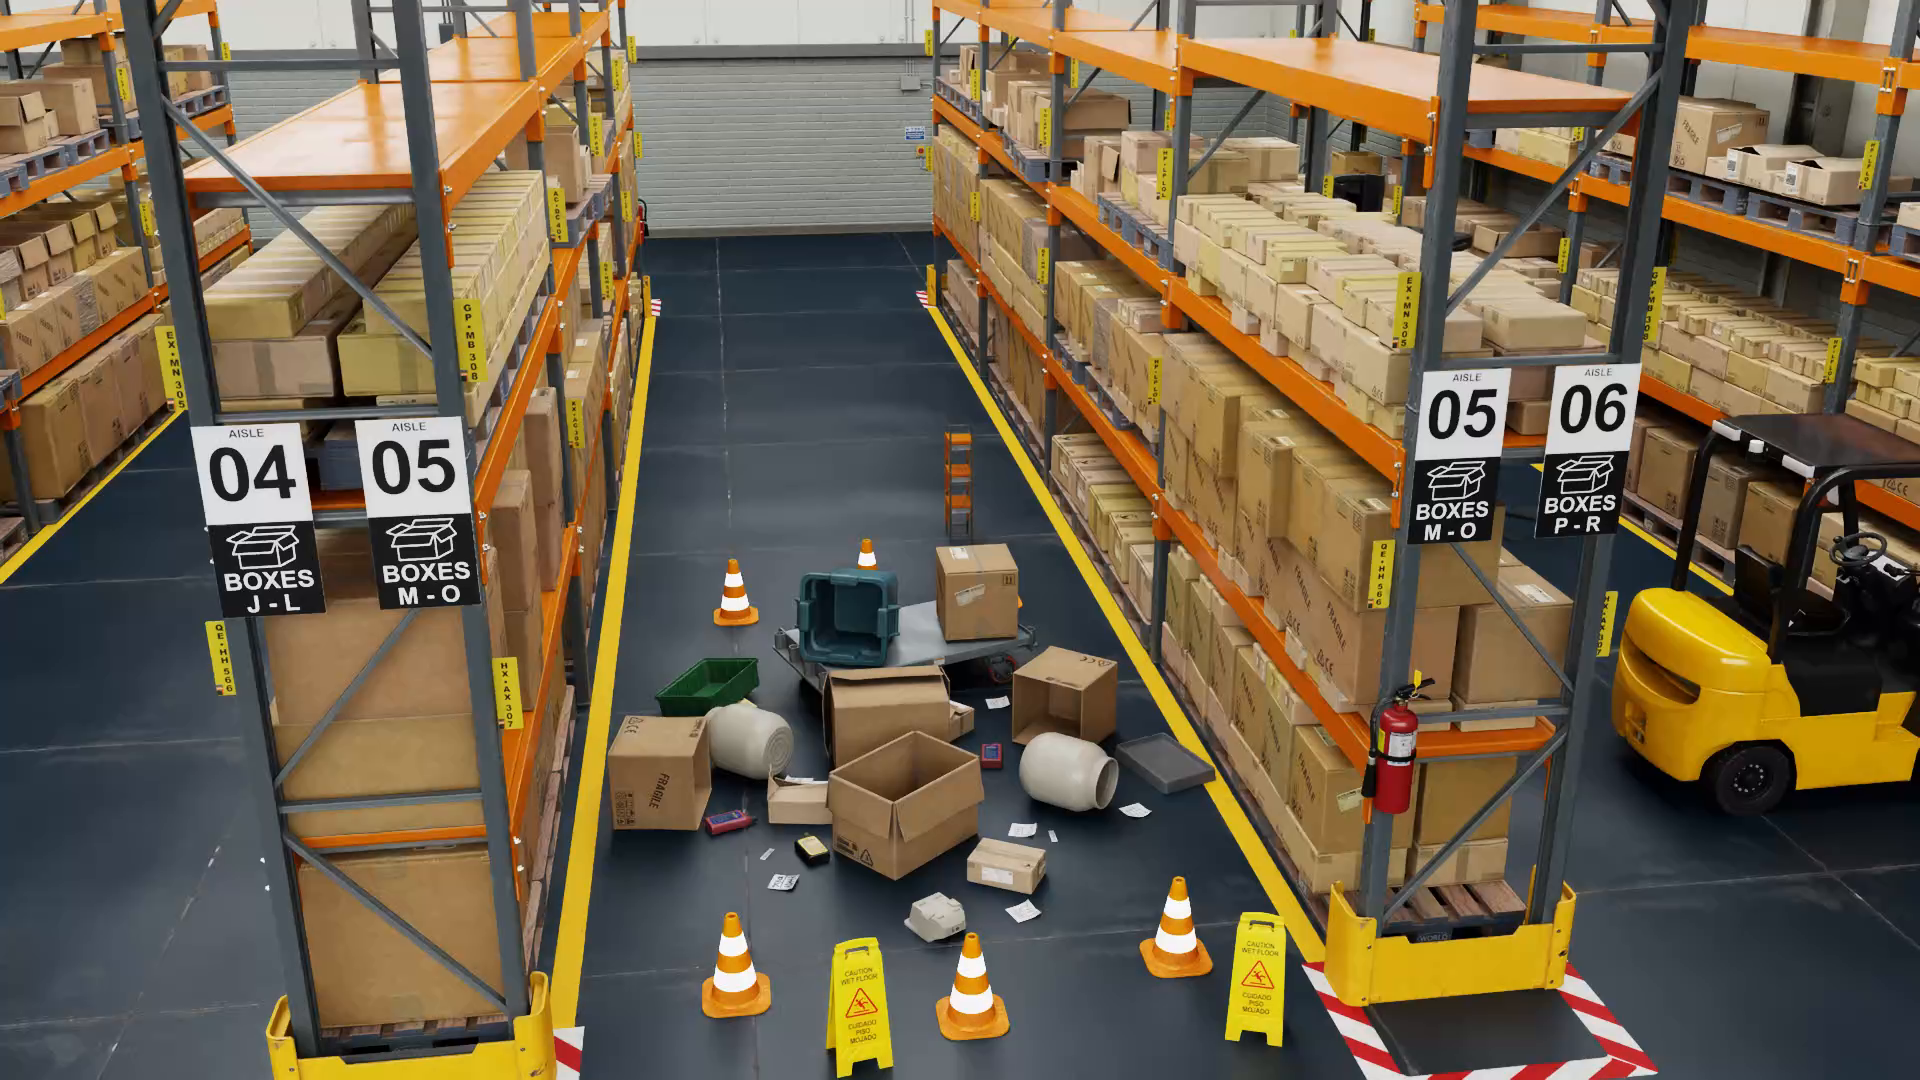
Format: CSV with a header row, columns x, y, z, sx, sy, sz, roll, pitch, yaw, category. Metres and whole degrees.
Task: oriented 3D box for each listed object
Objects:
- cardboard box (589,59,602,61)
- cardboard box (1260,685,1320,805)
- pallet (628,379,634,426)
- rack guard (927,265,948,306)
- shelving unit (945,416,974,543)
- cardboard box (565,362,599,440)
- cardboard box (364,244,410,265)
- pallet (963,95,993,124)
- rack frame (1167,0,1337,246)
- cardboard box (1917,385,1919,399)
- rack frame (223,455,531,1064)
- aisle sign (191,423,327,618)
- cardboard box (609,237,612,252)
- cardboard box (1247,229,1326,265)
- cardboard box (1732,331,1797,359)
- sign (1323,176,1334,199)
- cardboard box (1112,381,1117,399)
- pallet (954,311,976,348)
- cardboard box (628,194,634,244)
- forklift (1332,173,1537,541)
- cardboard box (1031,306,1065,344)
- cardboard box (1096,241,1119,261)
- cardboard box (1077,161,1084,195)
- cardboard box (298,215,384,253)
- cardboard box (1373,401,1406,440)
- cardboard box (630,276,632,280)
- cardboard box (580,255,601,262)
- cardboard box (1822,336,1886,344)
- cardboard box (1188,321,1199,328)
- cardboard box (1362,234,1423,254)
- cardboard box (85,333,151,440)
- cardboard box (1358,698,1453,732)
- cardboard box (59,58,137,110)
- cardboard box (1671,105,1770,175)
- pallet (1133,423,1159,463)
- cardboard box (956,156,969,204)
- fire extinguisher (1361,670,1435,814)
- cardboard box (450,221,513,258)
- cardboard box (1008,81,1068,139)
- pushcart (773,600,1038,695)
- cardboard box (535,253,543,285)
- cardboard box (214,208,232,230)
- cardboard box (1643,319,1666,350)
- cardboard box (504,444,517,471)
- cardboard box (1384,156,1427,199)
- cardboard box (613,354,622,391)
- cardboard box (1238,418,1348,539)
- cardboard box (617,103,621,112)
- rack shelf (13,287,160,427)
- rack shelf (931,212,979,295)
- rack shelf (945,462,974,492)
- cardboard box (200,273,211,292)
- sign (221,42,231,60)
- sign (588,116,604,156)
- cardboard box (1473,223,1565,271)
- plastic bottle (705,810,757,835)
x,y,z,sx,sy,sz,roll,pitch,yaw,category
-4.204,-5.552,19.511,0.380,0.149,0.250,-3,21,-9,cardboard box
1.995,1.120,9.262,0.500,0.500,0.500,-2,21,-6,cardboard box
-4.053,-1.469,17.923,1.003,0.211,1.213,-3,21,-8,pallet
0.137,-3.552,23.086,1.175,0.500,0.348,-3,21,-8,rack guard
-0.008,-0.510,14.156,0.215,1.050,0.252,-3,21,-8,shelving unit
-3.039,-1.042,12.649,0.500,0.500,0.500,-3,21,-7,cardboard box
-2.999,-1.285,8.204,0.500,0.250,0.500,-3,21,-7,cardboard box
0.610,-4.977,19.169,1.003,0.211,1.213,-3,21,-8,pallet
1.871,-3.370,10.453,1.000,3.000,0.127,-3,21,-8,rack frame
6.707,-1.003,11.192,0.380,0.149,0.250,-3,21,-9,cardboard box
-2.436,1.110,7.033,1.000,3.000,0.127,-3,21,-8,rack frame
-2.723,-0.069,6.471,0.394,0.787,0.004,-3,21,-8,aisle sign
-3.914,-3.136,17.733,0.380,0.149,0.250,-2,21,-6,cardboard box
1.835,-1.647,9.346,0.380,0.149,0.250,-3,21,-9,cardboard box
6.306,-1.530,13.029,0.380,0.149,0.250,-4,21,-9,cardboard box
2.406,-2.237,10.968,0.100,0.325,0.005,-3,21,-8,sign
1.391,-1.157,12.861,0.380,0.149,0.250,-3,21,-8,cardboard box
0.506,-2.714,21.256,1.003,0.211,1.213,-3,21,-8,pallet
-4.104,-3.763,19.510,0.500,0.500,0.500,-3,21,-9,cardboard box
3.666,-1.595,14.370,3.031,2.935,1.130,17,26,38,forklift
0.964,-2.037,15.671,0.500,0.250,0.500,-4,21,-10,cardboard box
1.465,-2.643,15.509,0.500,0.500,0.500,-4,21,-10,cardboard box
1.208,-3.081,14.158,0.396,0.266,0.258,-3,21,-8,cardboard box
-3.078,-1.510,8.236,0.380,0.149,0.250,-3,21,-8,cardboard box
2.119,-0.572,7.607,0.380,0.149,0.250,-3,21,-8,cardboard box
-4.436,-3.310,21.489,0.380,0.149,0.250,-3,21,-7,cardboard box
-3.656,-2.643,15.988,0.380,0.149,0.250,-2,21,-6,cardboard box
6.922,-1.477,12.888,0.380,0.149,0.250,-3,21,-8,cardboard box
1.956,-1.465,12.757,0.500,0.500,0.500,-3,21,-8,cardboard box
2.450,-1.590,9.194,0.380,0.149,0.250,-3,21,-7,cardboard box
-8.847,-1.502,16.460,1.225,0.875,0.875,-4,21,-10,cardboard box
2.182,0.824,8.156,0.380,0.149,0.250,-2,21,-6,cardboard box
-9.334,-4.980,18.164,0.700,0.500,0.500,-2,21,-5,cardboard box
6.215,-3.277,13.603,0.500,0.500,0.500,-2,21,-6,cardboard box
1.904,-0.742,12.264,1.003,0.211,1.213,-3,21,-8,pallet
0.228,-4.346,20.069,0.500,0.500,0.500,-3,21,-7,cardboard box
2.008,0.924,7.640,0.296,0.674,0.183,-3,21,-8,fire extinguisher
-2.389,-1.455,8.089,0.380,0.149,0.250,-3,21,-7,cardboard box
0.753,-4.189,16.190,0.500,0.500,0.500,-3,21,-7,cardboard box
-0.378,0.801,11.607,1.648,0.377,0.936,-11,23,-26,pushcart
-2.569,-1.520,9.401,0.380,0.149,0.250,-3,21,-7,cardboard box
-9.261,-3.954,20.379,0.500,0.250,0.500,-3,21,-9,cardboard box
6.156,-1.839,14.427,0.500,0.250,0.500,-3,21,-9,cardboard box
-2.774,-0.160,8.675,0.875,0.550,0.500,-3,21,-8,cardboard box
5.677,-4.531,20.852,0.500,0.500,0.500,-3,21,-9,cardboard box
-3.581,-1.636,16.284,0.500,0.250,0.500,-3,21,-7,cardboard box
1.917,-0.343,8.923,0.700,0.500,0.500,-3,21,-8,cardboard box
-4.053,-4.727,18.586,0.500,0.250,0.500,-3,21,-9,cardboard box
-8.801,-1.801,15.852,1.077,0.370,4.000,-3,21,-8,rack shelf
0.429,-3.685,20.899,1.077,0.370,4.000,-3,21,-8,rack shelf
-0.008,-0.500,14.160,0.215,0.259,0.240,-3,21,-8,rack shelf
-9.235,-2.576,19.336,0.875,0.875,0.875,-3,21,-8,cardboard box
-9.127,-6.020,20.683,0.100,0.325,0.005,-3,21,-8,sign
-3.039,-3.370,13.887,0.100,0.325,0.005,-3,21,-8,sign
5.787,-2.998,17.281,0.797,0.503,0.637,-3,21,-9,cardboard box
-1.345,1.653,9.778,0.283,0.061,0.133,-11,23,-26,plastic bottle
